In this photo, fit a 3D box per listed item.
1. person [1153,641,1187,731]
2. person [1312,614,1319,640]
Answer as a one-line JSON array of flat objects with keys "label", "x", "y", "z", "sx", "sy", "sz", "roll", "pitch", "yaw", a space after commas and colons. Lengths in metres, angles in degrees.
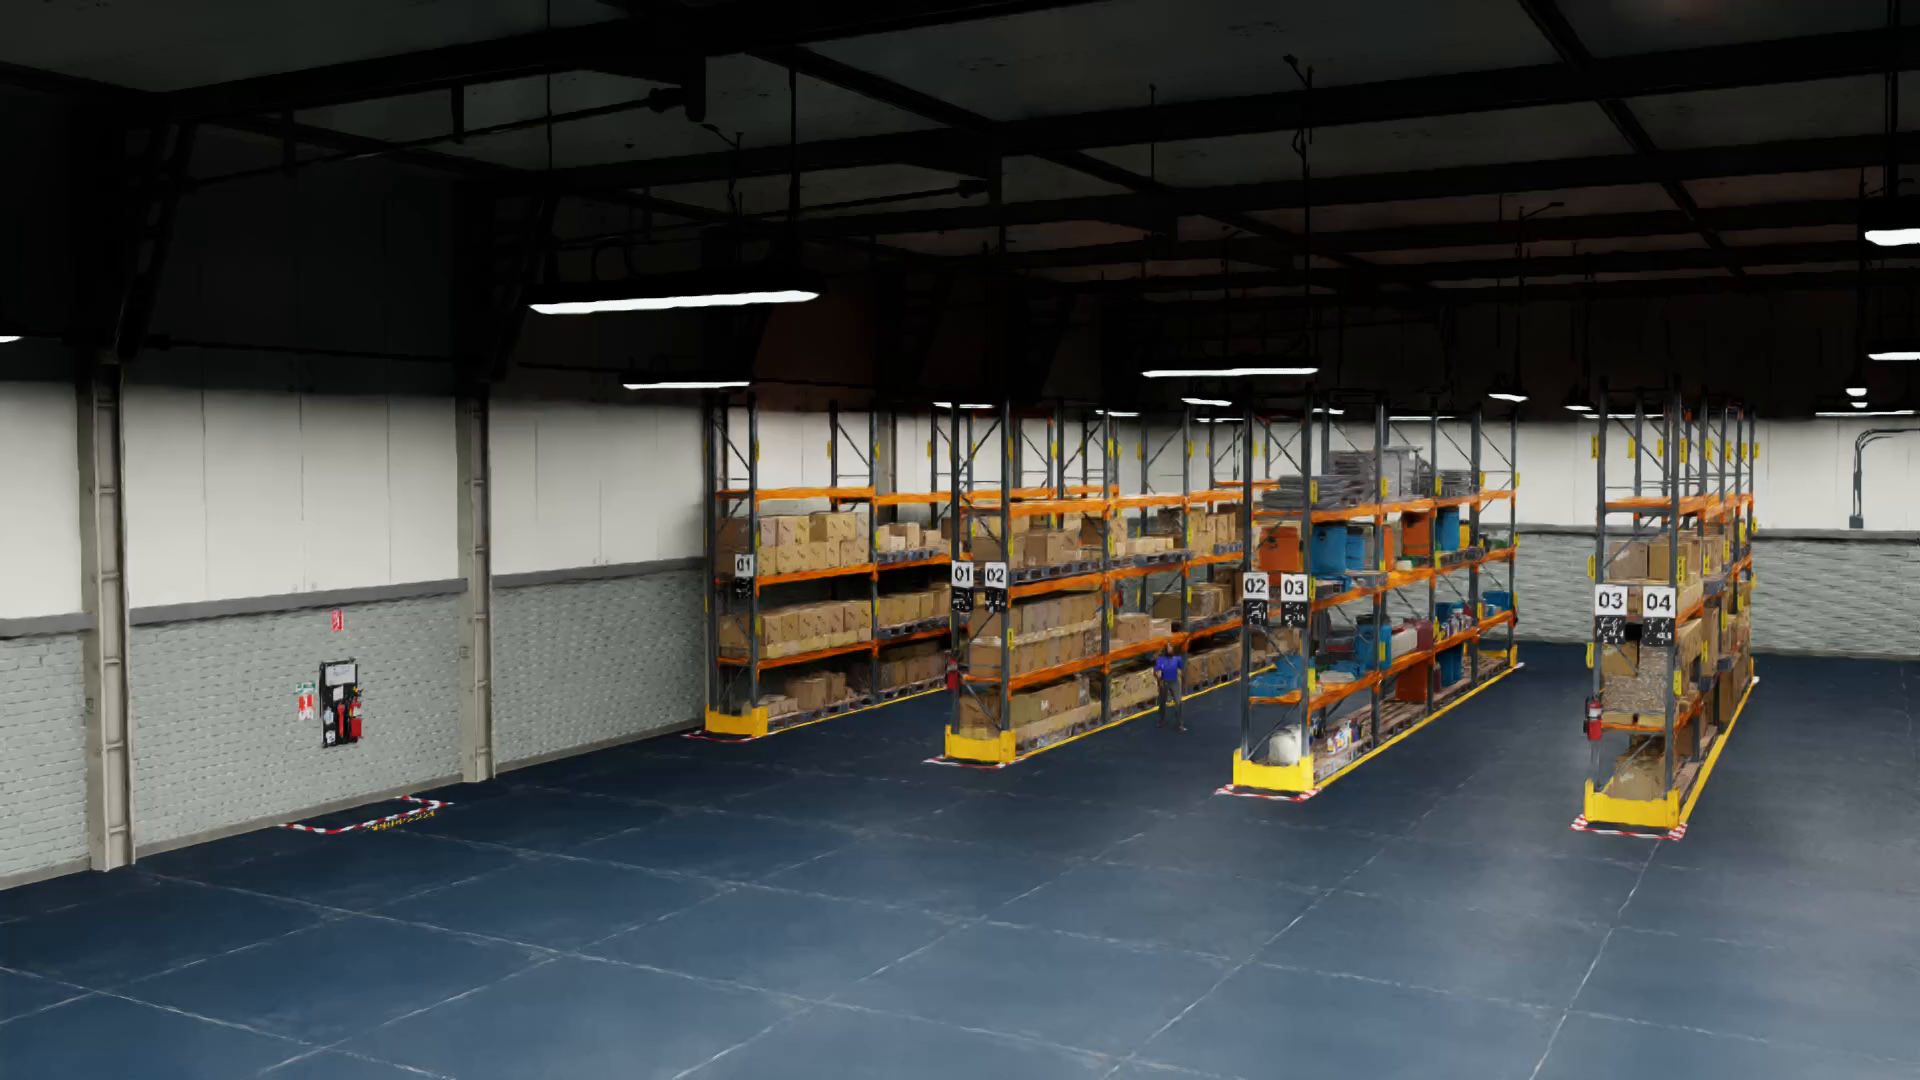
[{"label": "person", "x": 3.777, "y": 2.600, "z": 29.751, "sx": 0.626, "sy": 1.579, "sz": 0.809, "roll": 1, "pitch": 3, "yaw": 11}, {"label": "person", "x": 7.895, "y": 2.280, "z": 36.647, "sx": 0.536, "sy": 1.477, "sz": 1.111, "roll": 2, "pitch": 3, "yaw": 28}]
